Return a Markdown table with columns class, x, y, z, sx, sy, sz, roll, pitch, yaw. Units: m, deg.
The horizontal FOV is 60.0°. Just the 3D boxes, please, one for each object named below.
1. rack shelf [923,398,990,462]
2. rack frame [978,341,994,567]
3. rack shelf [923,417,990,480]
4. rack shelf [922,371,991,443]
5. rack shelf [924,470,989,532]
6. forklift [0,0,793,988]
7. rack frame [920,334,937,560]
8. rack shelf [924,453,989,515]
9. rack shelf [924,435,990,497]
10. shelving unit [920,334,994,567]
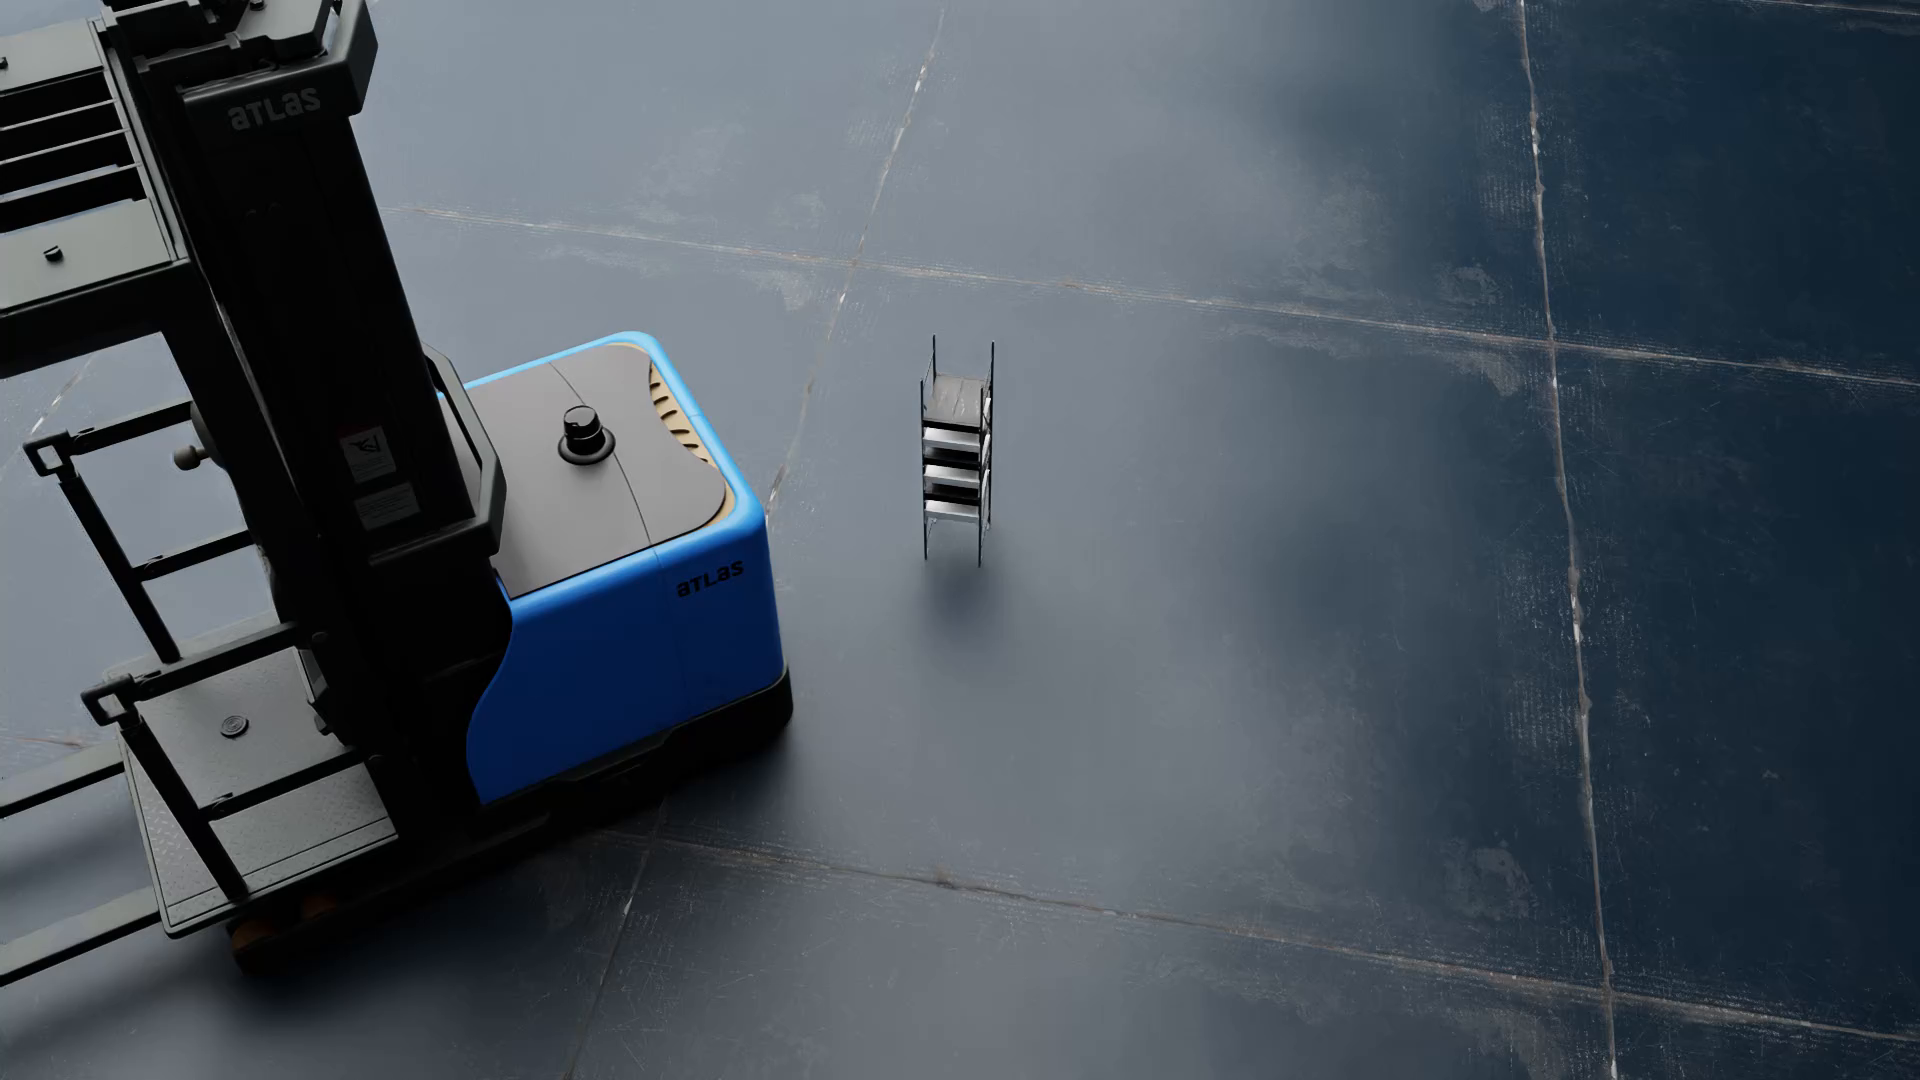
| class | x | y | z | sx | sy | sz | roll | pitch | yaw |
| --- | --- | --- | --- | --- | --- | --- | --- | --- | --- |
| rack shelf | -0.008 | -0.400 | 5.807 | 0.200 | 0.077 | 0.258 | 8 | 49 | 7 |
| rack frame | 0.092 | -0.288 | 5.904 | 0.006 | 0.900 | 0.240 | 8 | 49 | 7 |
| rack shelf | -0.008 | -0.340 | 5.874 | 0.200 | 0.077 | 0.258 | 8 | 49 | 7 |
| rack shelf | -0.008 | -0.460 | 5.740 | 0.200 | 0.077 | 0.258 | 8 | 49 | 7 |
| rack shelf | -0.008 | -0.159 | 6.075 | 0.200 | 0.077 | 0.258 | 8 | 49 | 7 |
| forklift | -2.109 | -0.132 | 4.398 | 3.031 | 2.935 | 1.130 | -22 | 52 | -19 |
| rack frame | -0.108 | -0.315 | 5.928 | 0.006 | 0.900 | 0.240 | 8 | 49 | 7 |
| rack shelf | -0.008 | -0.219 | 6.008 | 0.200 | 0.077 | 0.258 | 8 | 49 | 7 |
| rack shelf | -0.008 | -0.280 | 5.941 | 0.200 | 0.077 | 0.258 | 8 | 49 | 7 |
| shelving unit | -0.008 | -0.302 | 5.916 | 0.210 | 0.900 | 0.258 | 8 | 49 | 7 |
